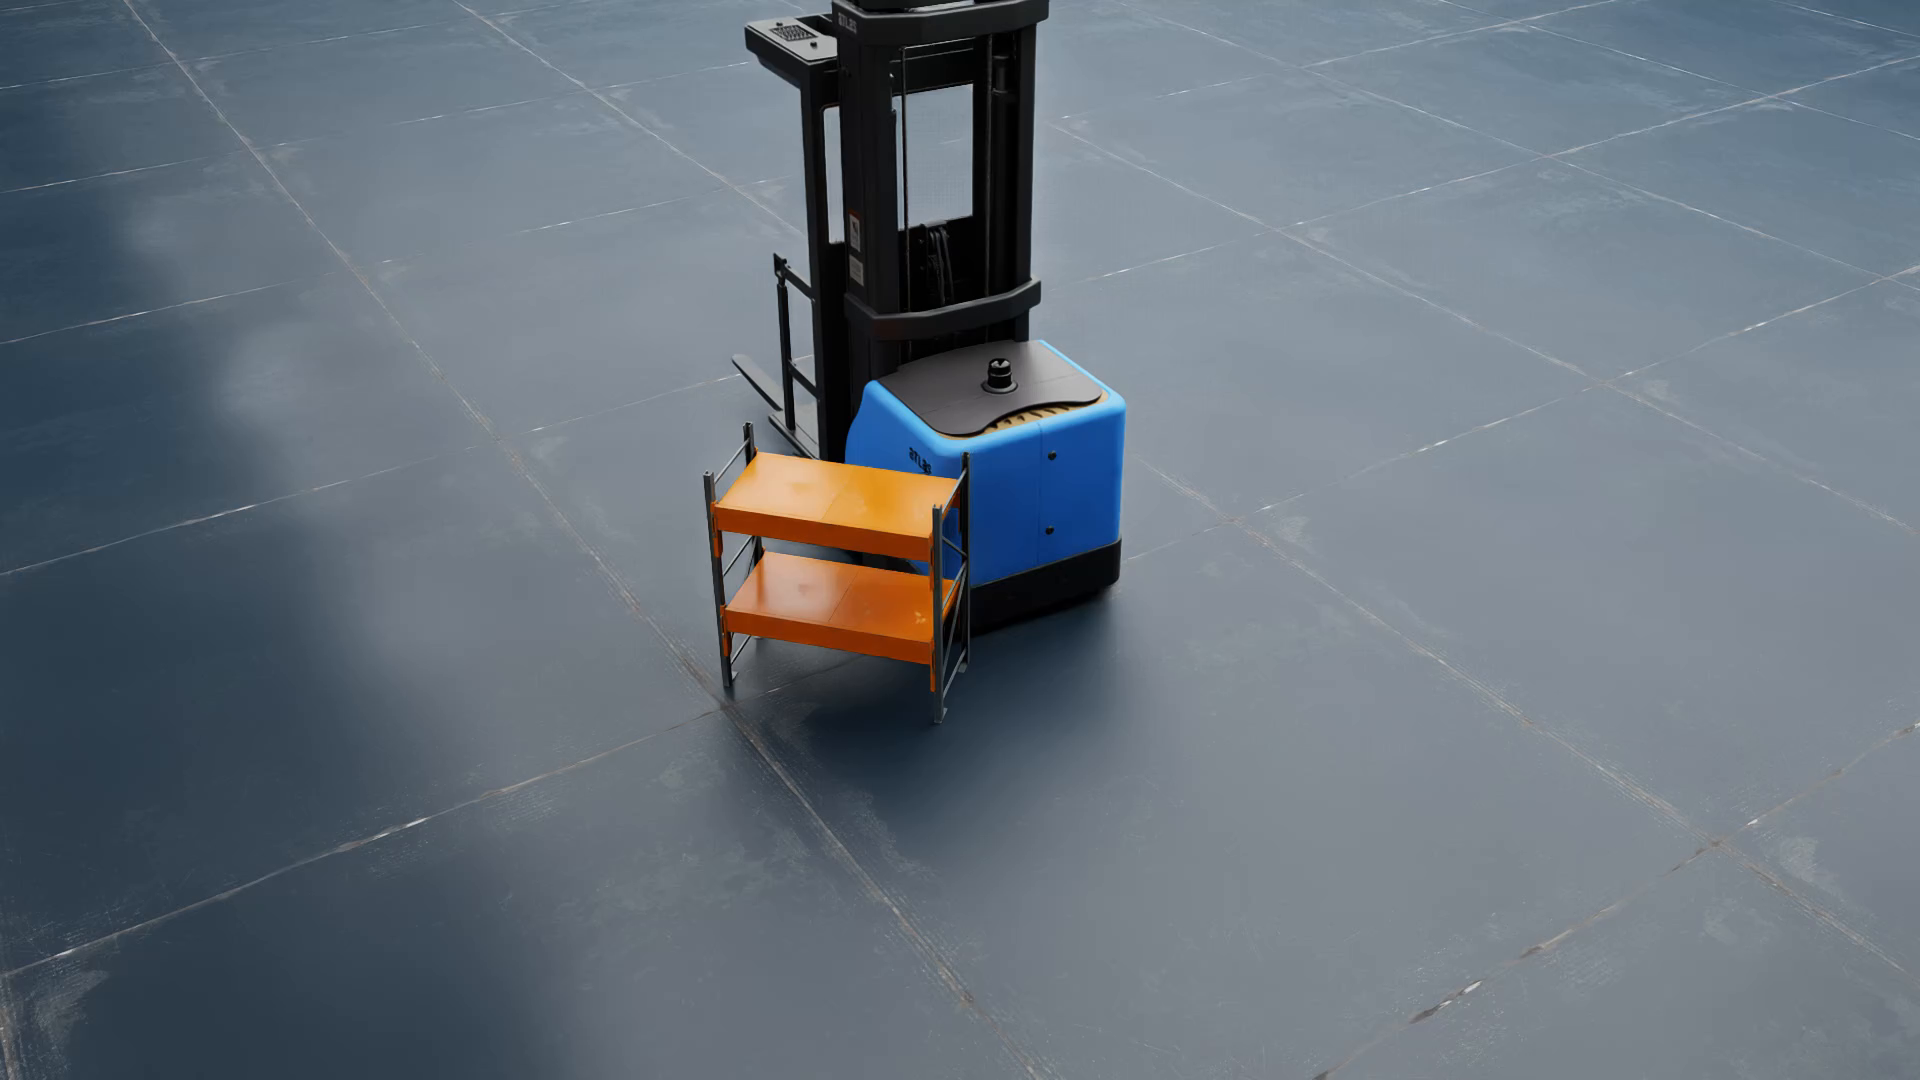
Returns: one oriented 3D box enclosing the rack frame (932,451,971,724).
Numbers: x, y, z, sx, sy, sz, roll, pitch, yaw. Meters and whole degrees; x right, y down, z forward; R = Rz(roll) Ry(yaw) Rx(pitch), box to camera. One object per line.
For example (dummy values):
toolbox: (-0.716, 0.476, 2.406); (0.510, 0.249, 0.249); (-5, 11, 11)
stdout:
rack frame: (-0.034, 0.217, 7.352); (0.032, 1.125, 0.500); (8, 33, 13)

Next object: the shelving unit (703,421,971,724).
shelving unit: (-0.524, 0.144, 7.467); (1.048, 1.125, 0.538); (8, 33, 13)

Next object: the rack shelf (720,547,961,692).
rack shelf: (-0.524, 0.351, 7.597); (1.000, 0.278, 0.538); (8, 33, 13)

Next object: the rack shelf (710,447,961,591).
rack shelf: (-0.524, -0.103, 7.311); (1.000, 0.278, 0.538); (8, 33, 13)

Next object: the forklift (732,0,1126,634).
forklift: (-0.359, -1.550, 8.460); (1.130, 2.935, 3.031); (-17, 36, -24)

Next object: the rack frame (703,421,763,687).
rack frame: (-1.014, 0.072, 7.582); (0.032, 1.125, 0.500); (8, 33, 13)
